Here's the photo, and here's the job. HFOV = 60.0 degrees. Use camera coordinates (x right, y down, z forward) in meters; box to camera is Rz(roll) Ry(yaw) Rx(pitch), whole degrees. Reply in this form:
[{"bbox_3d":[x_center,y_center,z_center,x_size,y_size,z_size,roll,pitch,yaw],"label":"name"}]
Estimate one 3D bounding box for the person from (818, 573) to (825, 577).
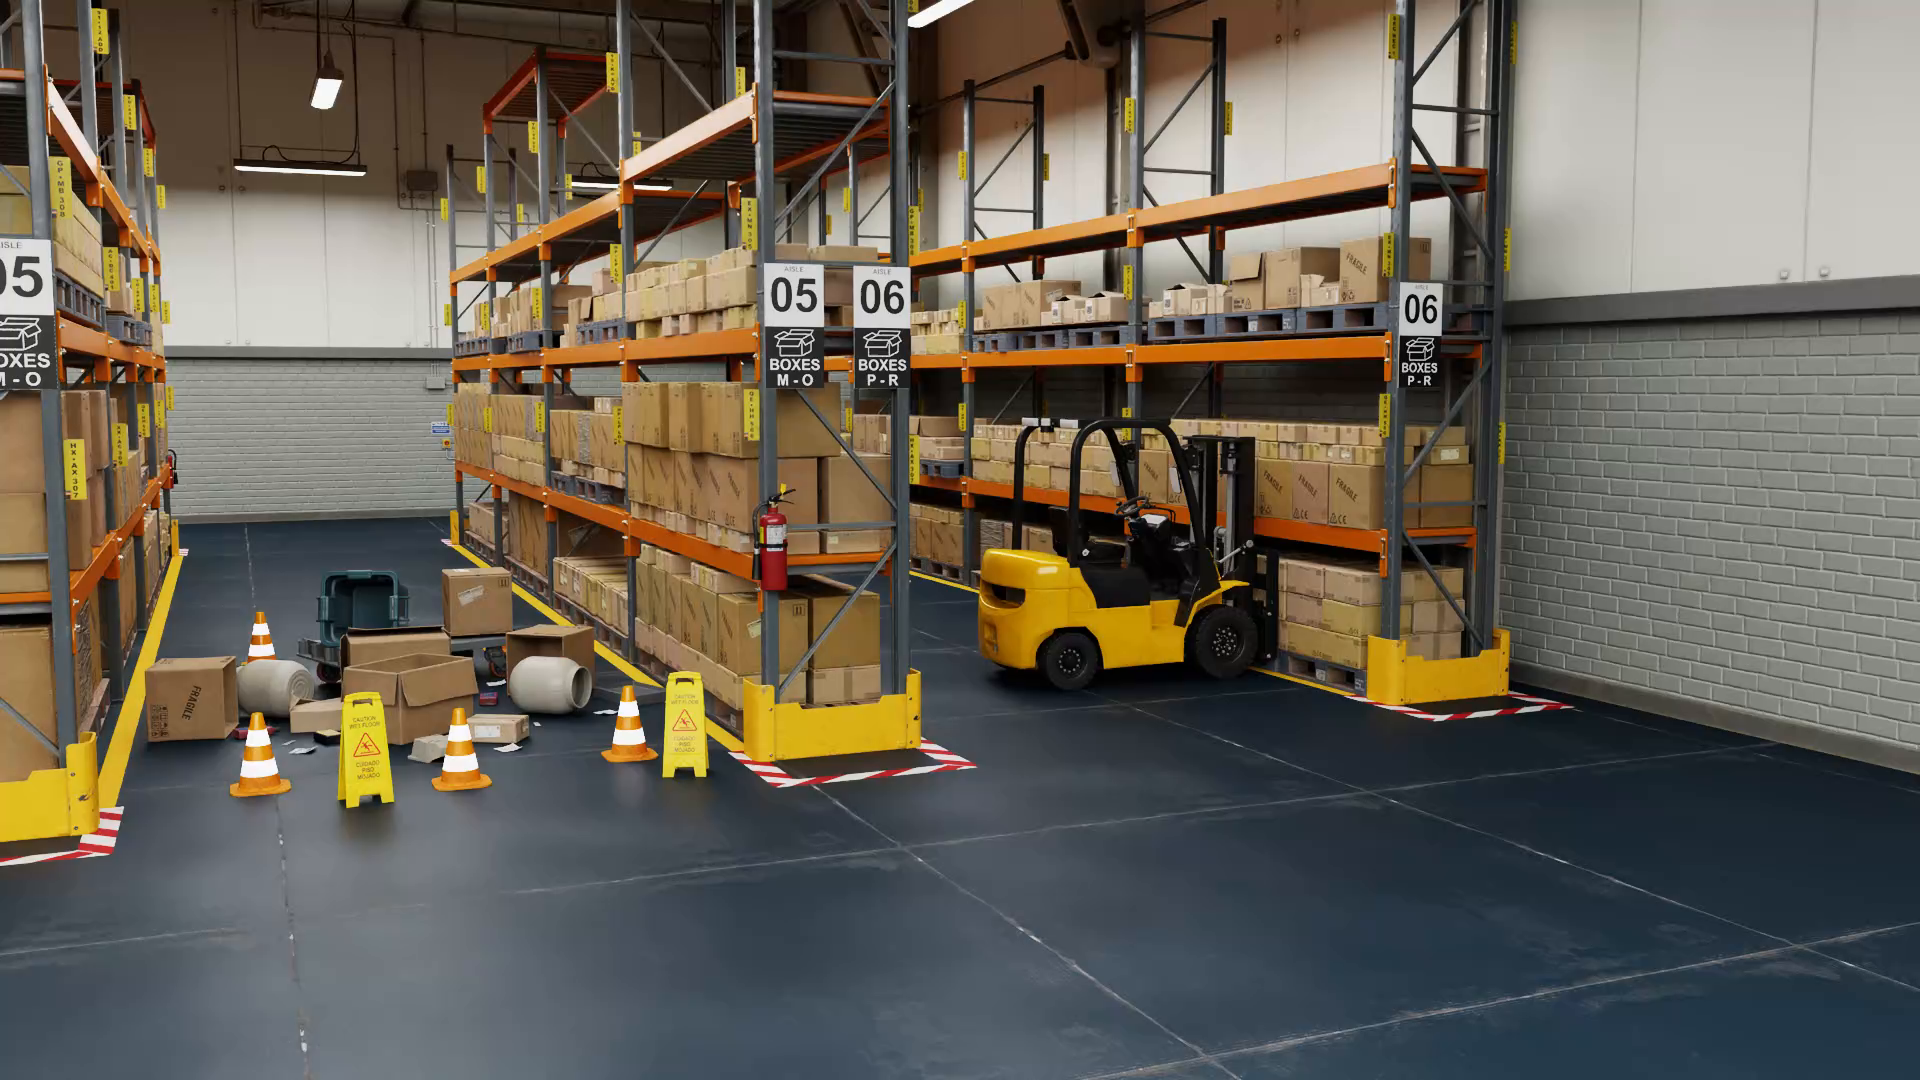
[{"bbox_3d":[-1.683,-0.229,19.042,0.563,1.729,0.992,-1,5,-10],"label":"person"}]
